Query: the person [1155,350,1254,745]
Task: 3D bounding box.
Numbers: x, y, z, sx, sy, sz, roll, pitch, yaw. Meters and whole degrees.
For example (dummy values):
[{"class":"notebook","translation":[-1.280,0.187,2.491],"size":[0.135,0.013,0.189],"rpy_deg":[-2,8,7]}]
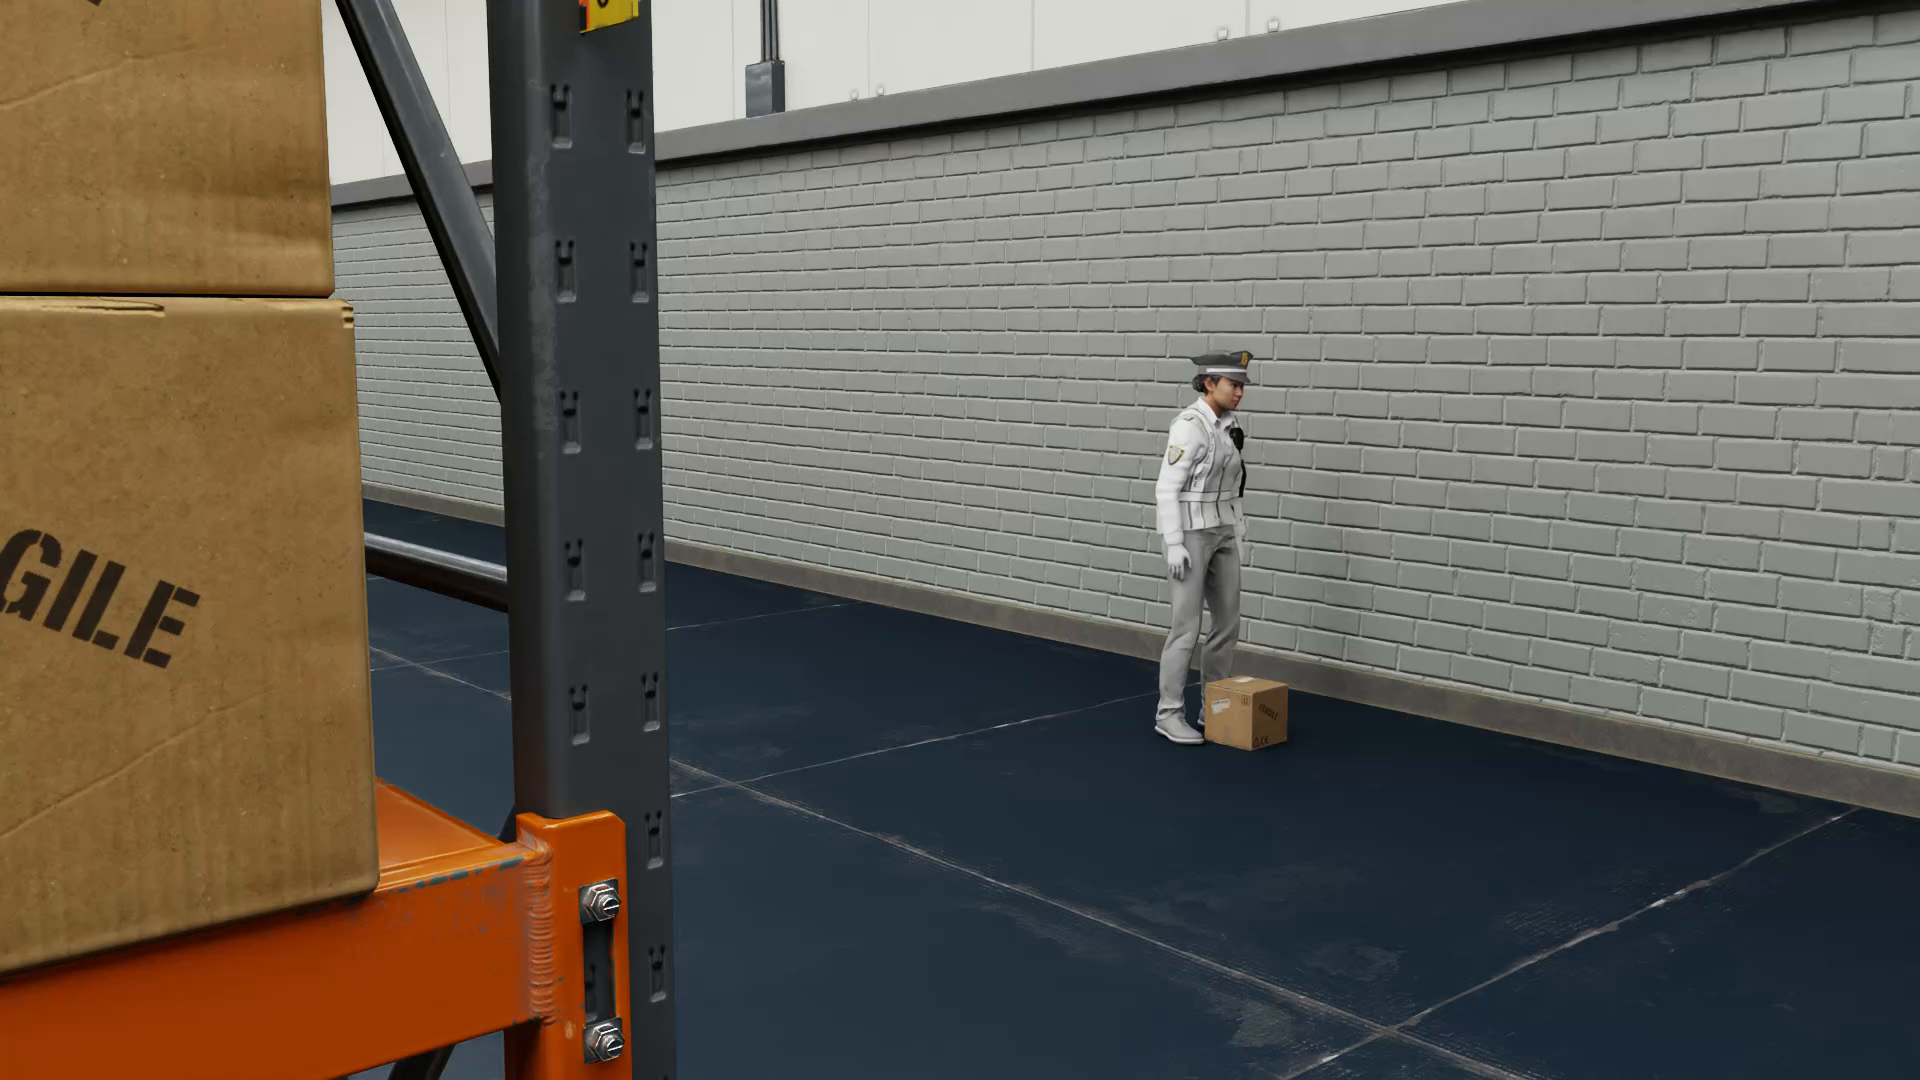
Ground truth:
[{"class":"person","translation":[1.071,0.015,7.167],"size":[0.533,1.661,0.414],"rpy_deg":[-7,10,-44]}]
